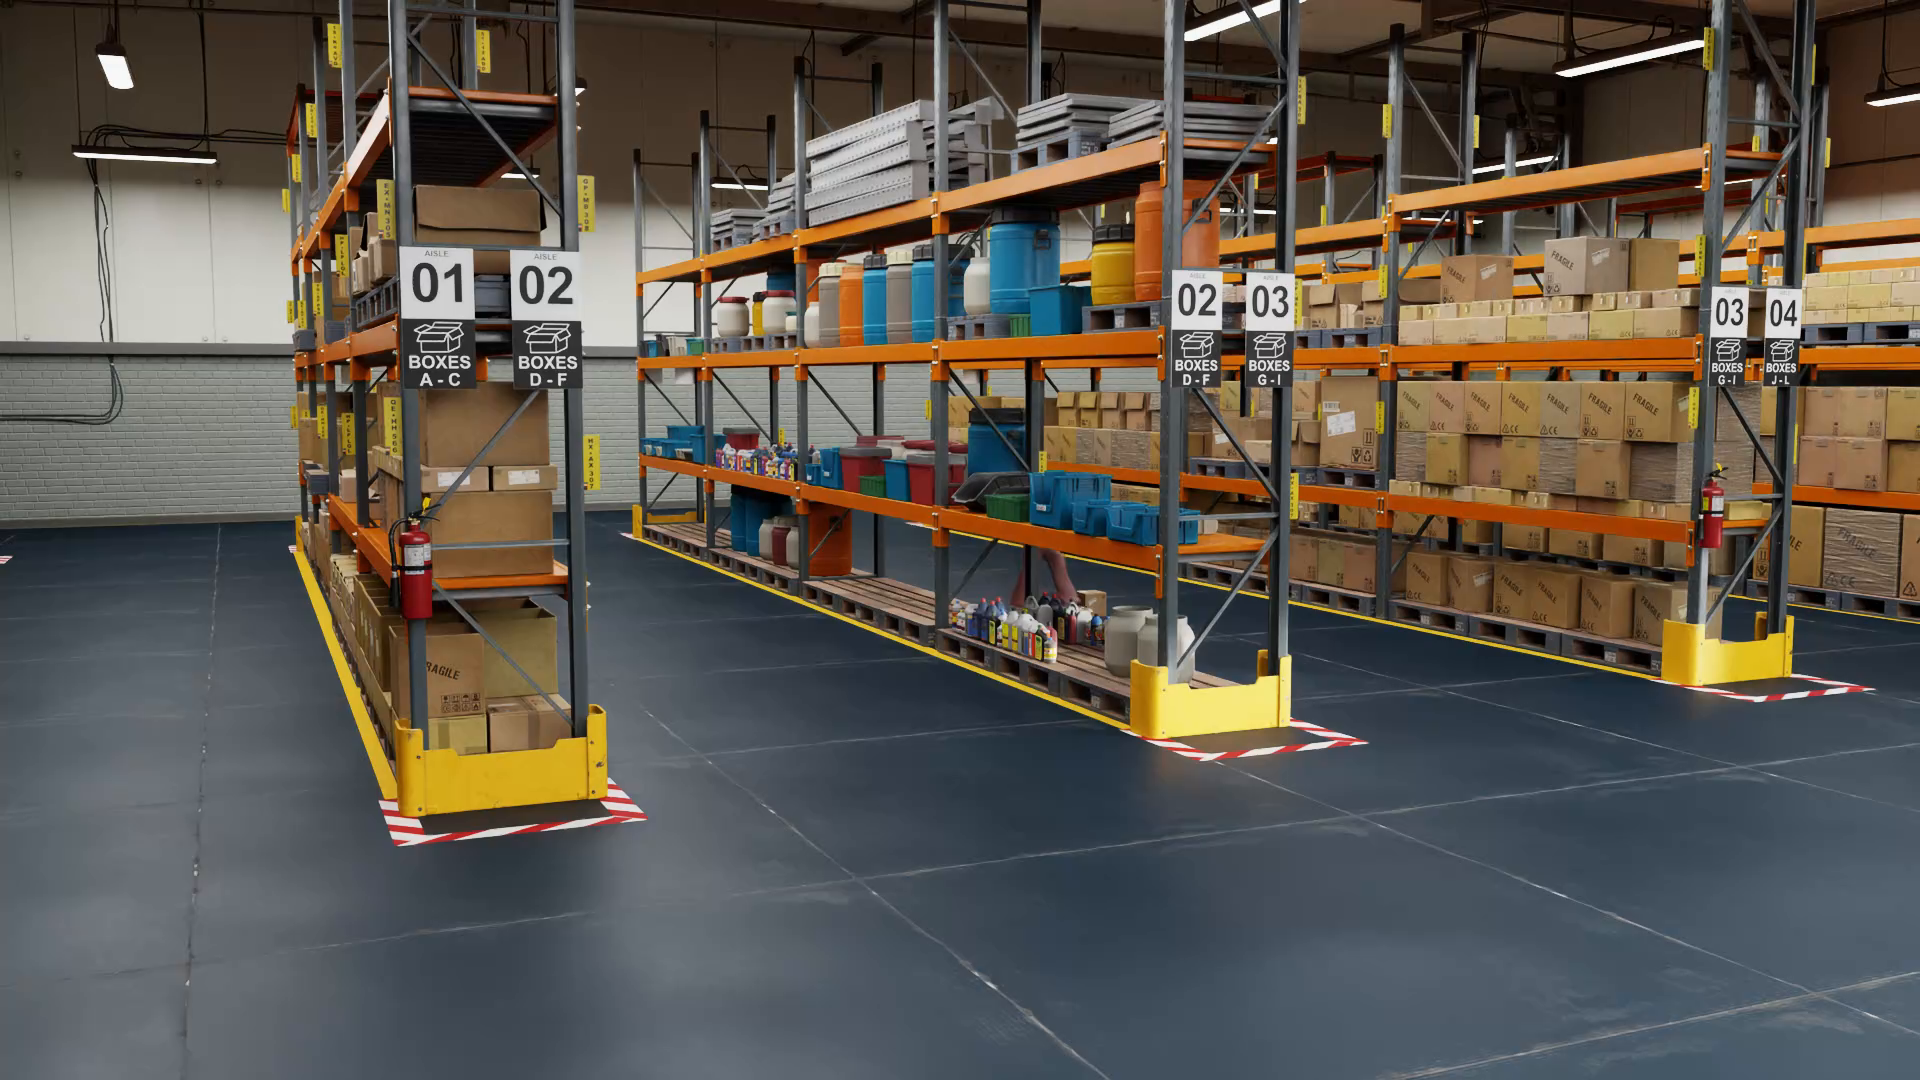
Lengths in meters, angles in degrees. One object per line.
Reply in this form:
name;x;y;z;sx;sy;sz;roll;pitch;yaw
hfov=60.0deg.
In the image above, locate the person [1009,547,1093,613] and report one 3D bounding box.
person;0.939;-0.037;17.265;0.885;1.628;0.482;1;6;15
